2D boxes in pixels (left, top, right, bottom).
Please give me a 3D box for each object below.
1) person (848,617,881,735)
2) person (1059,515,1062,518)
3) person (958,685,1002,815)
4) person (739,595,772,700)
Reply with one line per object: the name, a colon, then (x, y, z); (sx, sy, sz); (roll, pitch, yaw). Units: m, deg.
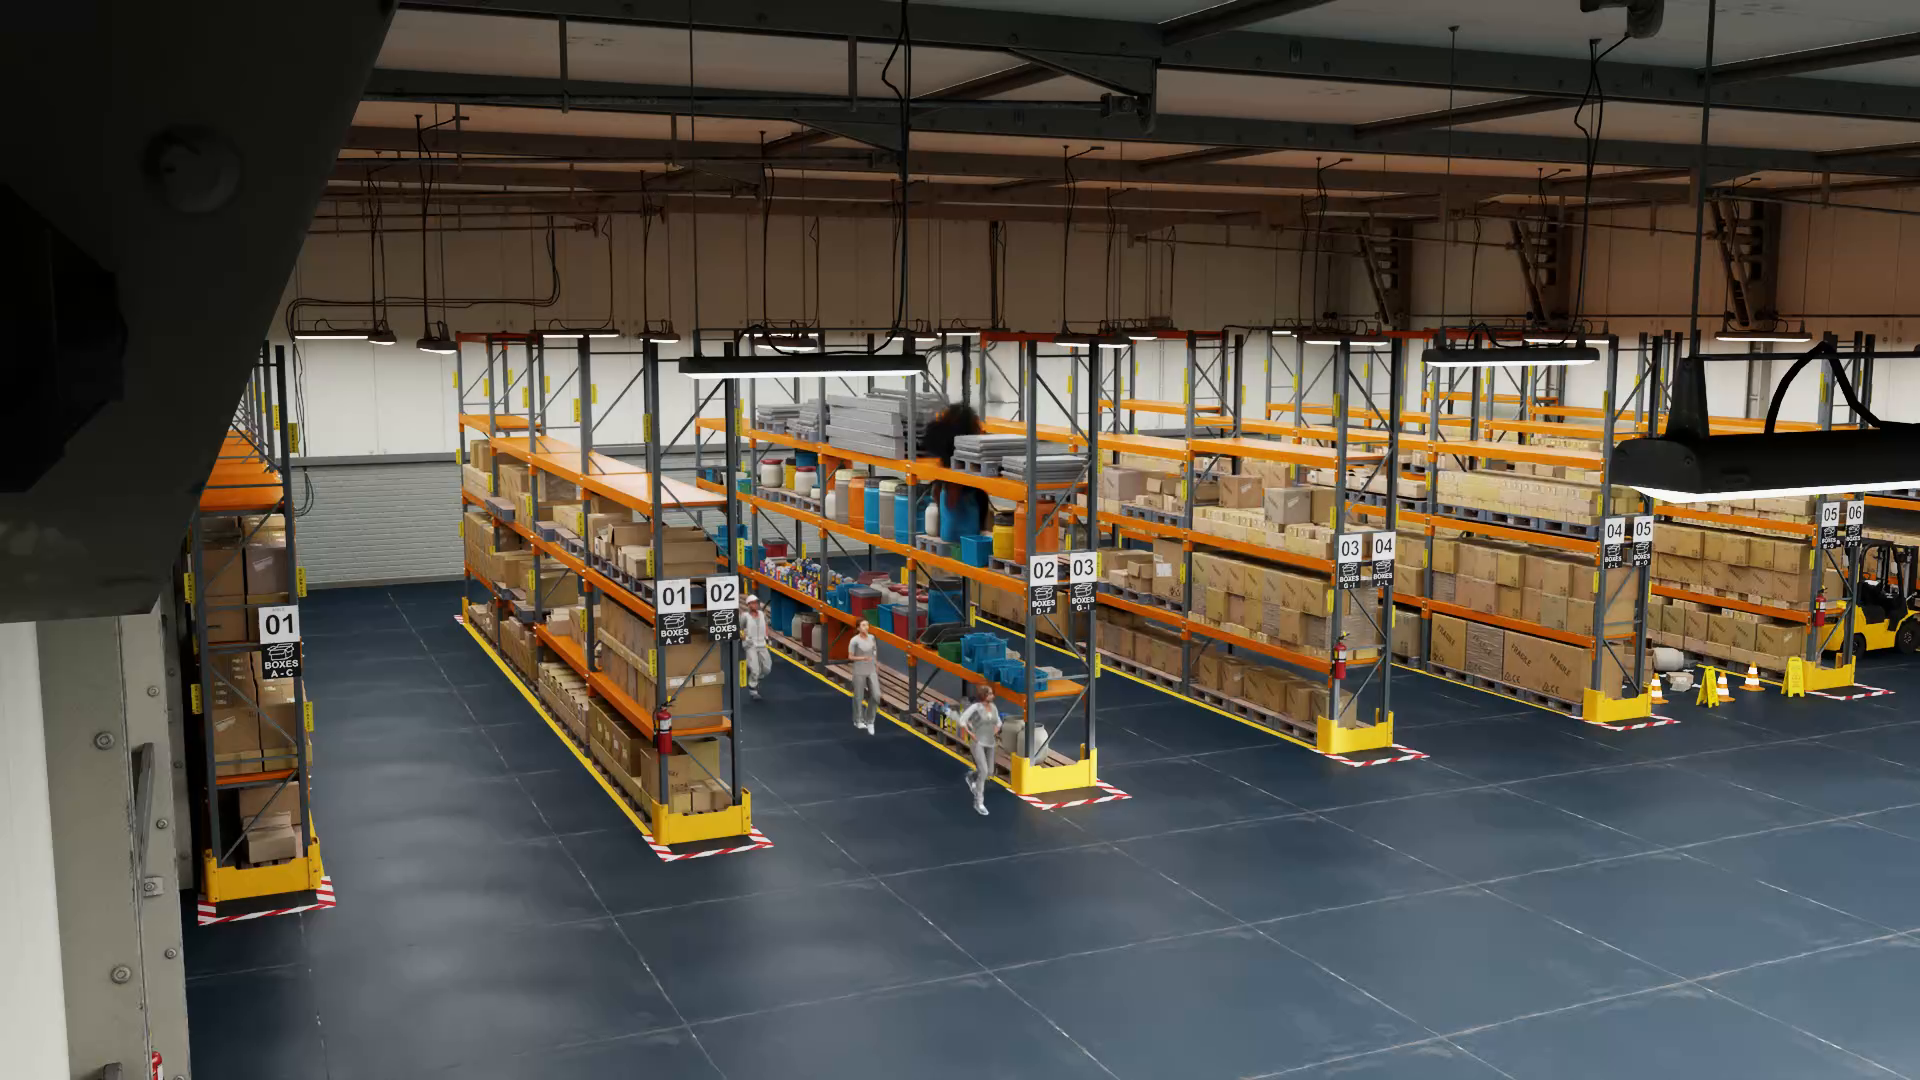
person: (-1.360, 1.986, 24.176); (0.546, 1.731, 0.634); (-4, 9, -30)
person: (2.292, 0.200, 39.497); (0.638, 1.614, 0.601); (1, 8, 8)
person: (0.290, 2.623, 21.228); (0.566, 1.568, 0.771); (-6, 9, -35)
person: (-3.373, 1.771, 27.454); (0.650, 1.737, 0.605); (-5, 9, -34)
